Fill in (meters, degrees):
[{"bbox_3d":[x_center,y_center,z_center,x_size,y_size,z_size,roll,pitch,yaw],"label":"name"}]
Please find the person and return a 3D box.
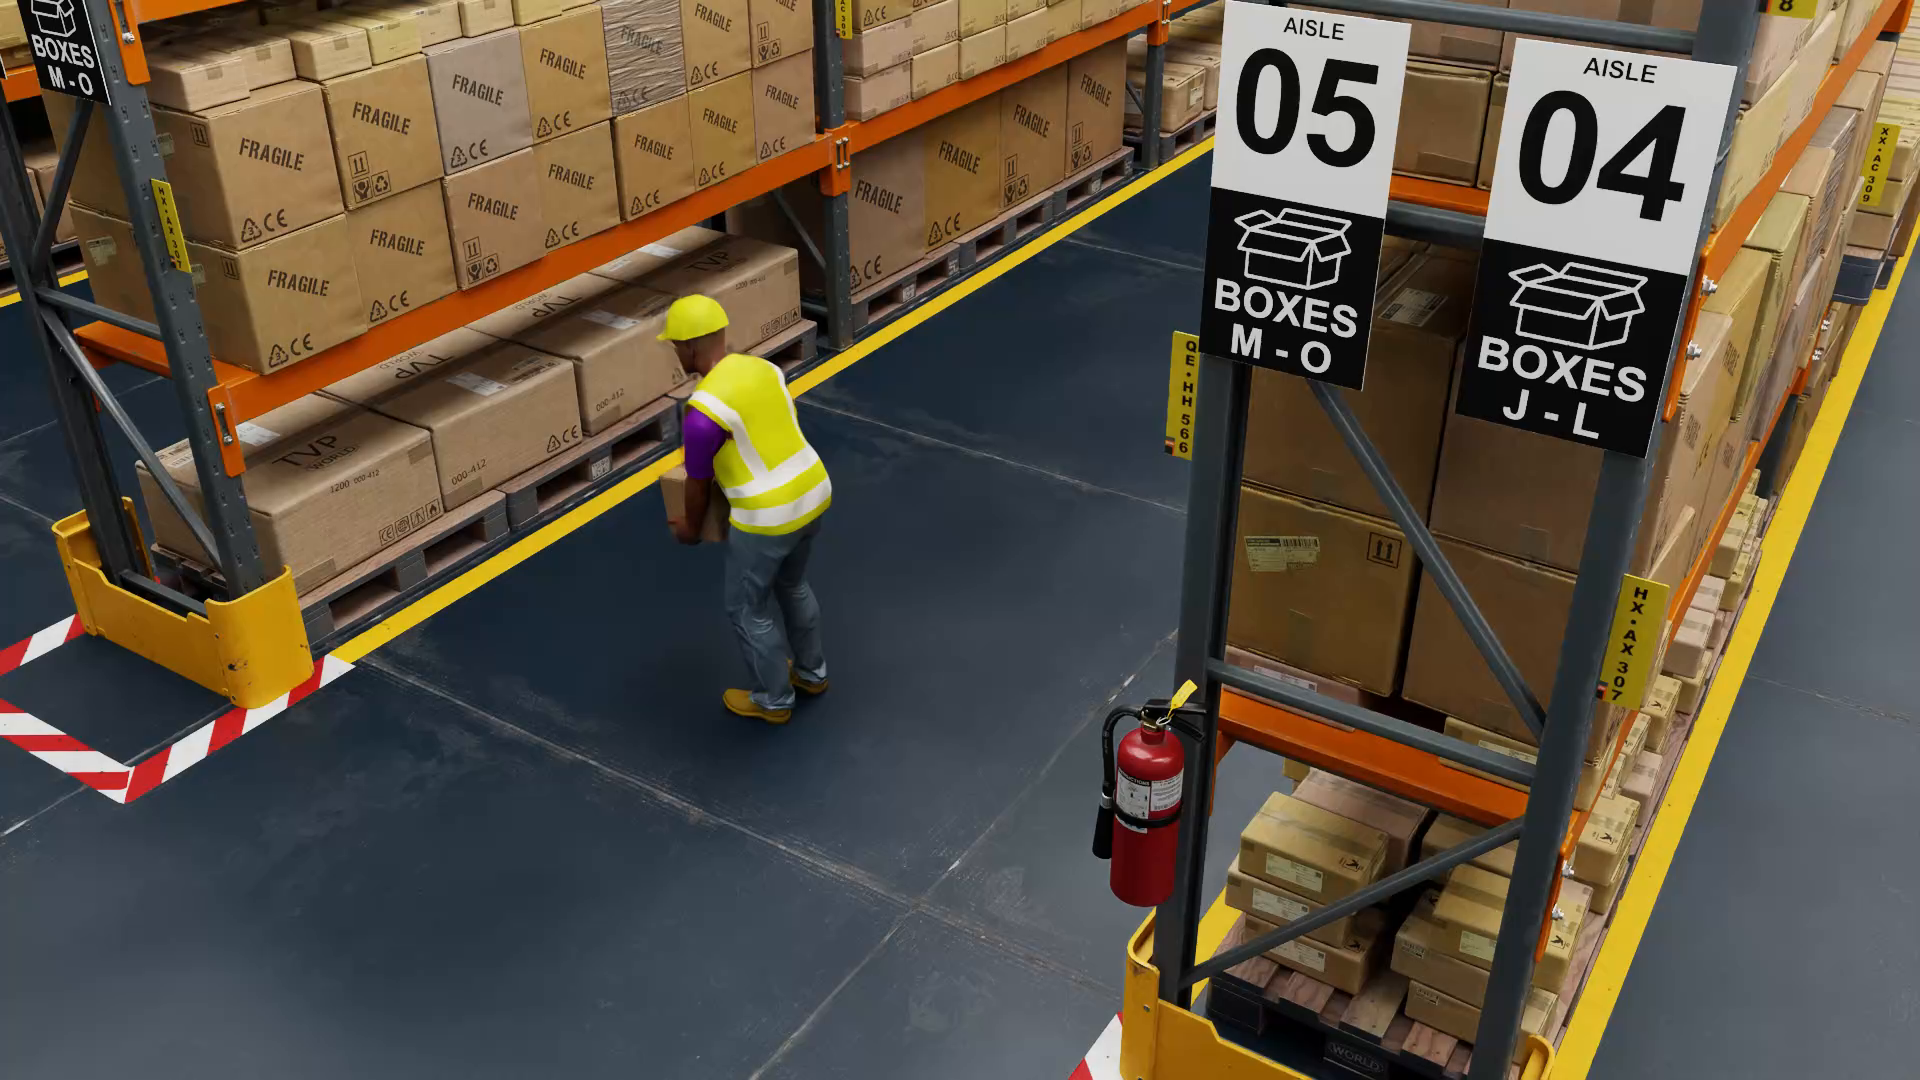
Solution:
[{"bbox_3d":[-0.823,-0.113,6.370,0.636,1.693,0.488,17,34,27],"label":"person"}]
